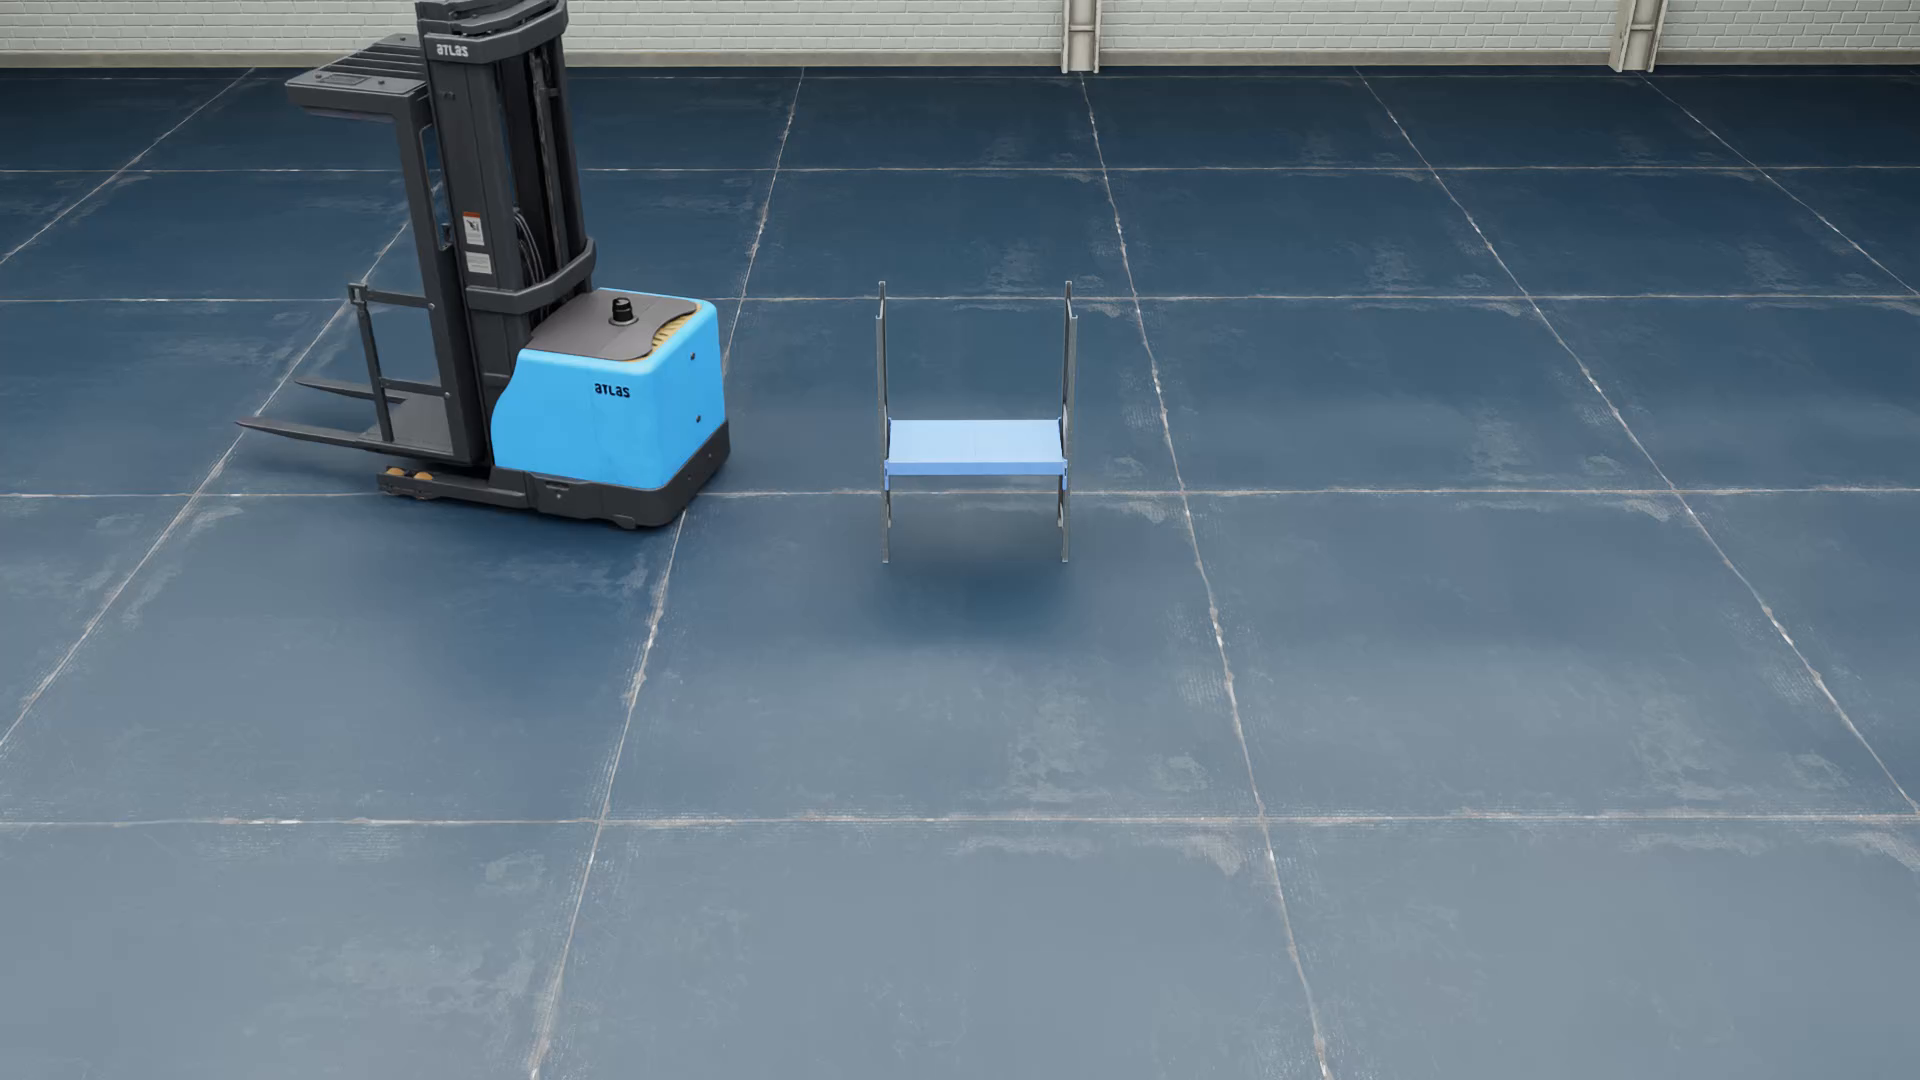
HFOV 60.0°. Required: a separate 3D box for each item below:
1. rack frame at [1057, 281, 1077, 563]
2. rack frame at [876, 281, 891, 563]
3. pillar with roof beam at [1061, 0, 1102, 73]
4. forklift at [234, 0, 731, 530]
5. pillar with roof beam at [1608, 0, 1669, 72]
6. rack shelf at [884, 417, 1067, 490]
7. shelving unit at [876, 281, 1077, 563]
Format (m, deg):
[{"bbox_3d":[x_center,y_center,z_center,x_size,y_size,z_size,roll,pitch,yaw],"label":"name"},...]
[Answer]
[{"bbox_3d":[0.594,-0.643,9.253,0.032,1.500,0.500,0,31,0],"label":"rack frame"},{"bbox_3d":[-0.423,-0.640,9.248,0.032,1.500,0.500,0,31,0],"label":"rack frame"},{"bbox_3d":[1.326,-6.737,12.069,0.400,9.000,9.100,0,31,0],"label":"pillar with roof beam"},{"bbox_3d":[-3.011,-1.743,9.686,3.031,2.935,1.130,9,32,14],"label":"forklift"},{"bbox_3d":[7.326,-6.756,12.099,0.400,9.000,9.100,0,31,0],"label":"pillar with roof beam"},{"bbox_3d":[0.085,-0.488,9.344,1.000,0.185,0.538,0,31,0],"label":"rack shelf"},{"bbox_3d":[0.085,-0.641,9.251,1.048,1.500,0.538,0,31,0],"label":"shelving unit"}]
